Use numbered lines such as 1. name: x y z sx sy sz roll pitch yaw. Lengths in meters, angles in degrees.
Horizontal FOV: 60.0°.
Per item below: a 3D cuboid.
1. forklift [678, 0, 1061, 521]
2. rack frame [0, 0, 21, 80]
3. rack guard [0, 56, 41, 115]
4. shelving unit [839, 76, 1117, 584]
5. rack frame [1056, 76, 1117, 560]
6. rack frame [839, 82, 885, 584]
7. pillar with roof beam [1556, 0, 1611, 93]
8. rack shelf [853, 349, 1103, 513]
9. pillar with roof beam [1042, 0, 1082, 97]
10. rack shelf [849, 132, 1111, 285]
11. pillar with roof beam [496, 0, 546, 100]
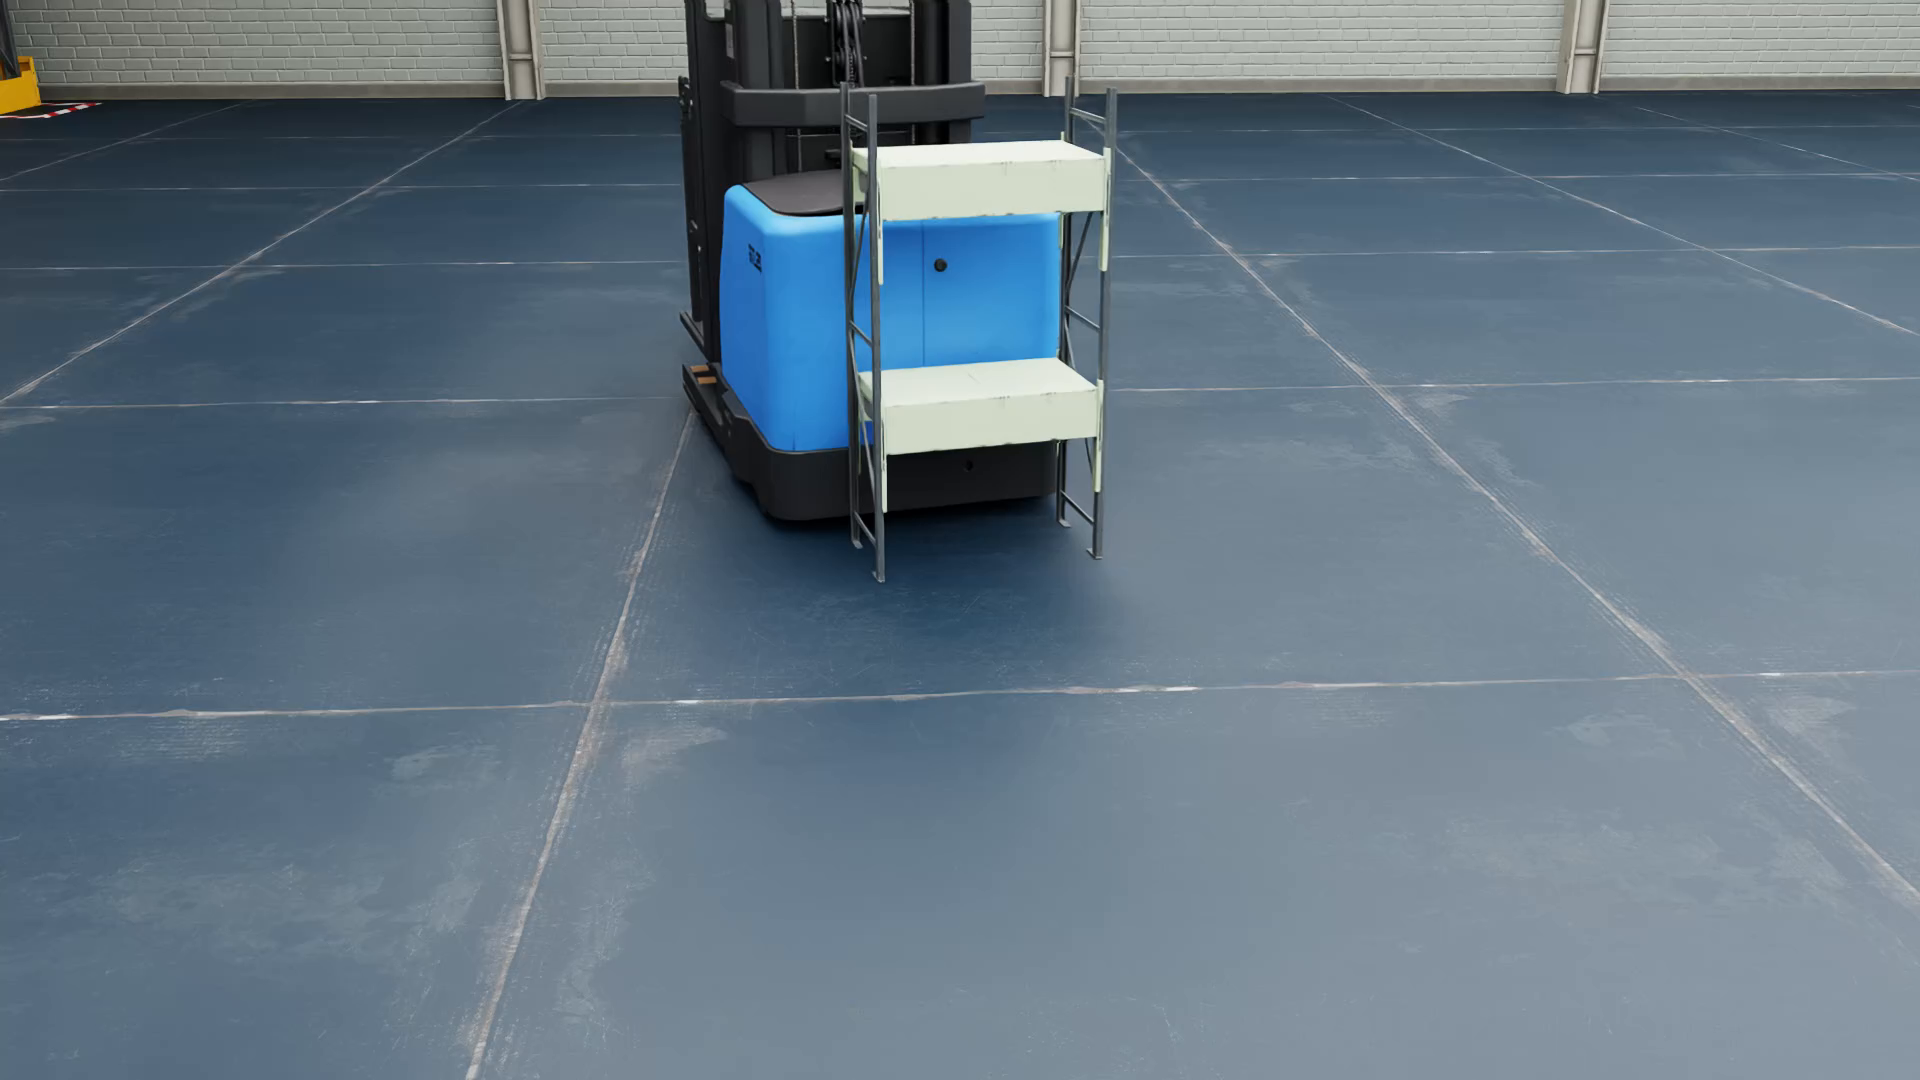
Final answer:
1. forklift: -0.563 -1.927 6.563 1.130 2.935 3.031 -6 22 -16
2. rack frame: -10.095 -5.913 16.936 0.127 3.000 1.000 -1 21 -3
3. rack guard: -10.071 -4.745 17.382 0.348 0.500 1.175 -1 21 -3
4. shelving unit: 0.048 -0.667 5.266 0.755 1.500 0.431 -6 22 -15
5. rack frame: 0.400 -0.704 5.361 0.023 1.500 0.400 -6 22 -15
6. rack frame: -0.303 -0.631 5.171 0.023 1.500 0.400 -6 22 -15
7. pillar with roof beam: 7.375 -7.859 13.616 0.400 9.000 9.100 -1 21 -3
8. rack shelf: 0.048 -0.363 5.382 0.720 0.370 0.431 -6 22 -15
9. pillar with roof beam: 1.384 -7.737 13.296 0.400 9.000 9.100 -1 21 -3
10. rack shelf: 0.048 -1.032 5.127 0.720 0.370 0.431 -6 22 -15
11. pillar with roof beam: -4.606 -7.615 12.975 0.400 9.000 9.100 -1 21 -3
